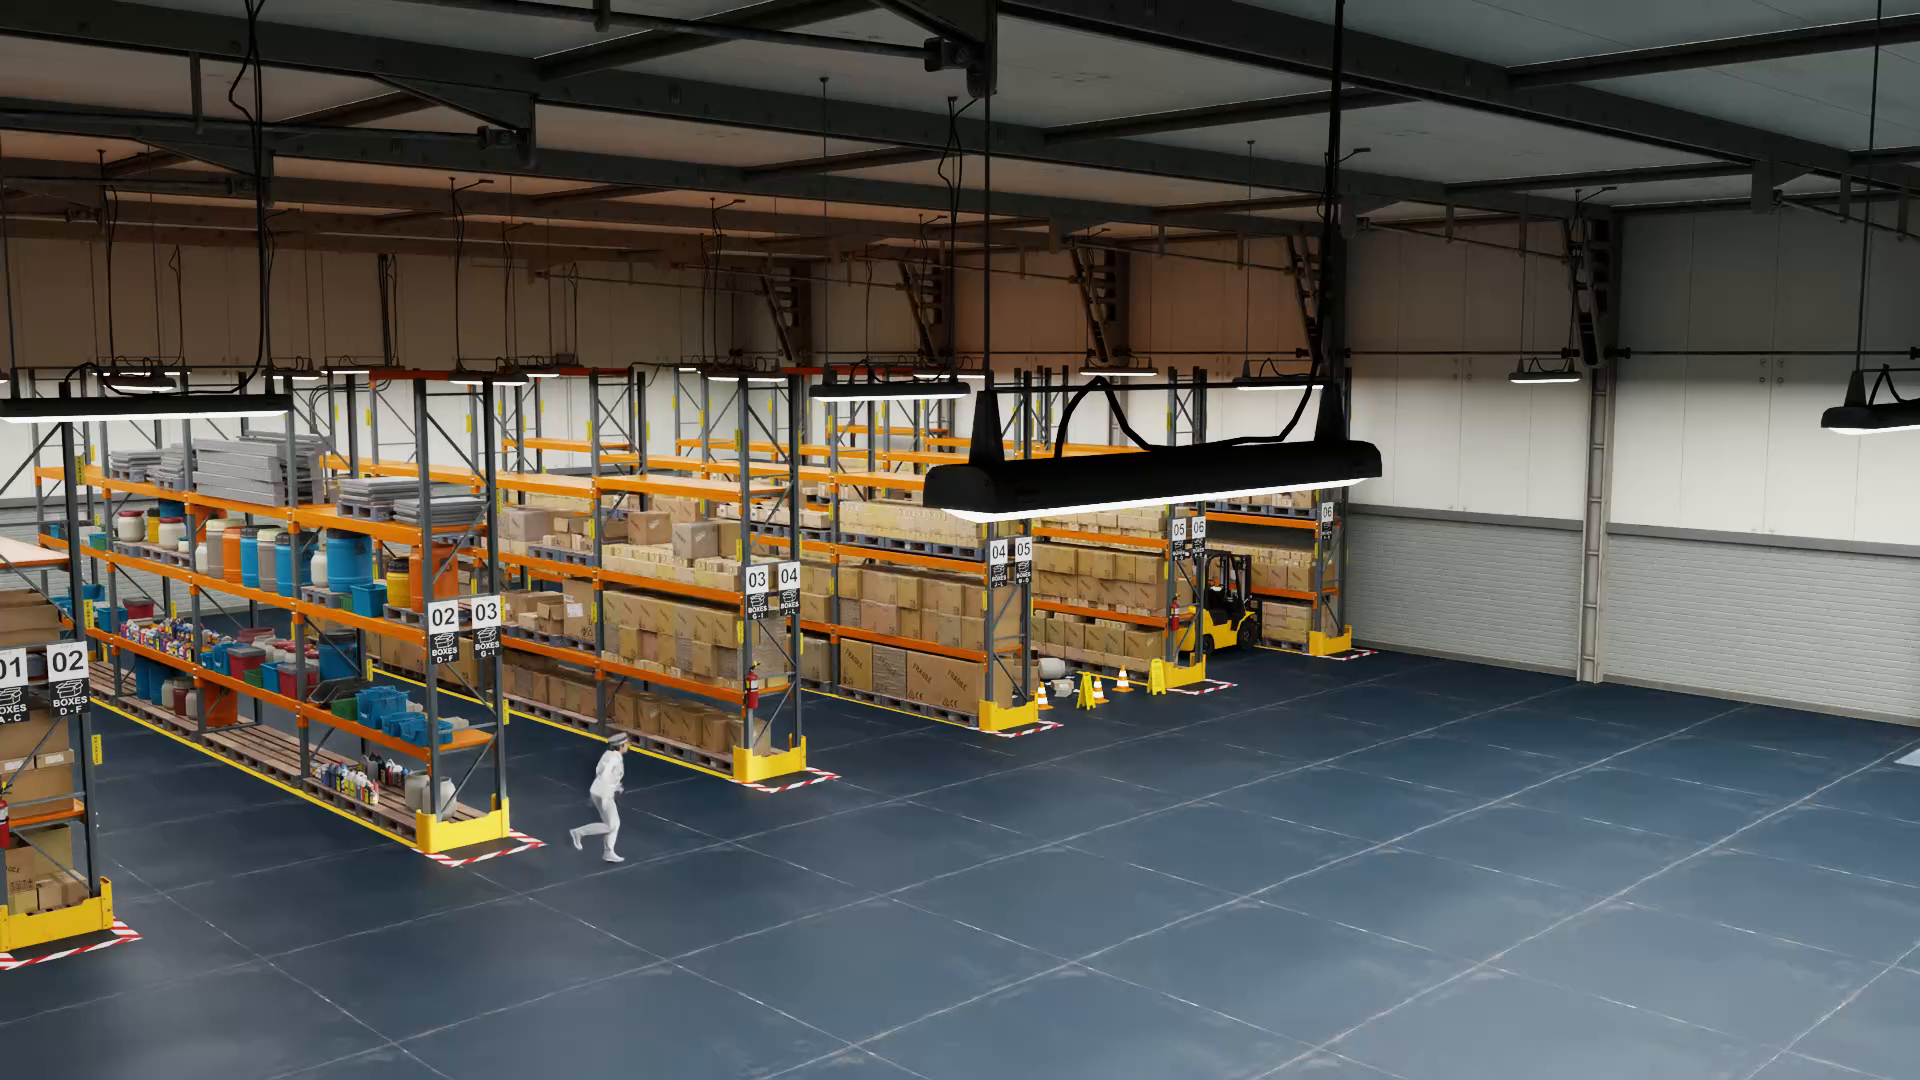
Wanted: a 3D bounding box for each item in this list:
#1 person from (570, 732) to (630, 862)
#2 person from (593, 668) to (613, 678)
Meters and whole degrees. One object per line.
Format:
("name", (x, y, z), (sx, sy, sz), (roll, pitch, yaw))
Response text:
("person", (-4.479, 3.225, 20.696), (0.778, 1.625, 0.620), (-3, 7, -25))
("person", (-6.856, 1.923, 32.541), (0.799, 1.622, 0.632), (1, 6, 4))
